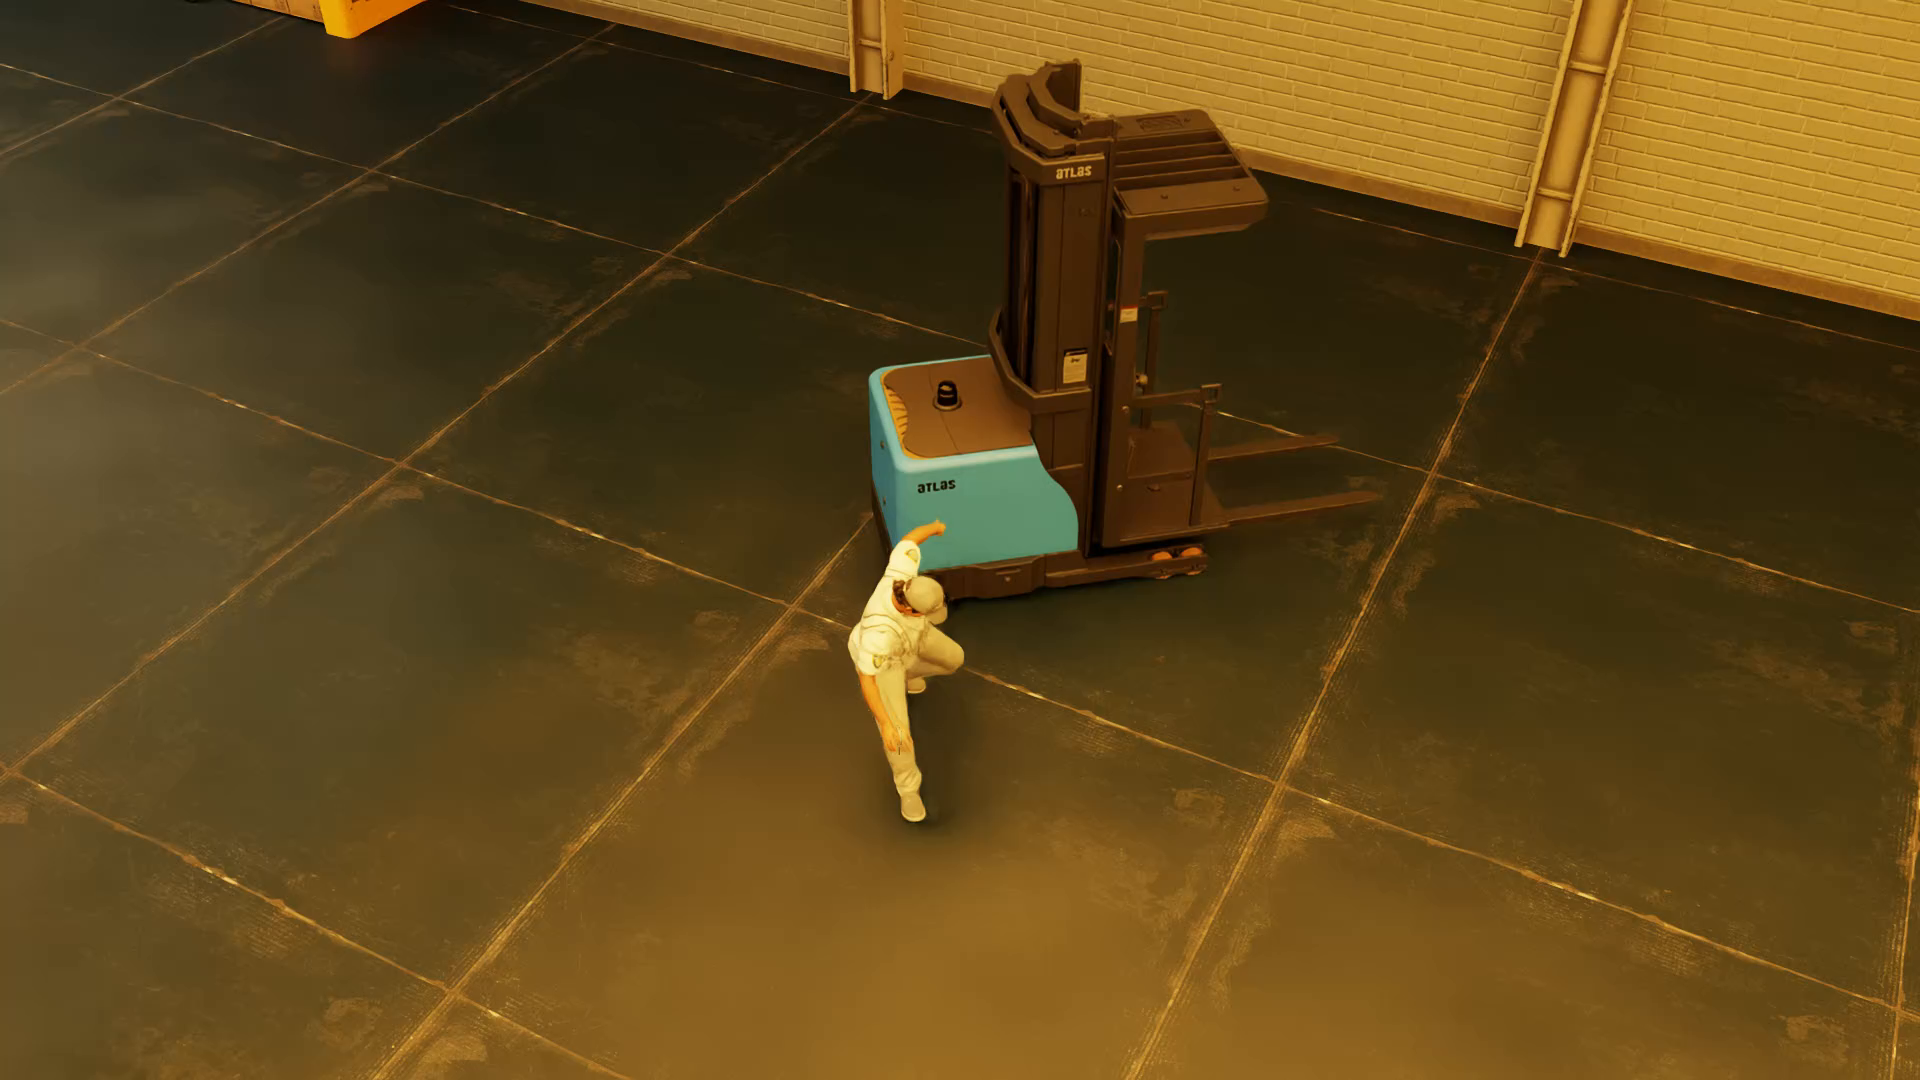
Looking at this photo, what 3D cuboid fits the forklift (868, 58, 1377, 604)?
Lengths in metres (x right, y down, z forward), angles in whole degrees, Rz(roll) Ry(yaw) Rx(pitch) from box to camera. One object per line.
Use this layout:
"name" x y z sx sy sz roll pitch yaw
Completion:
"forklift" 1.018 -1.212 9.425 3.031 2.935 1.130 -8 41 -9

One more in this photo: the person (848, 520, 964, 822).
"person" -0.250 0.554 8.527 0.721 1.395 1.096 21 44 23
